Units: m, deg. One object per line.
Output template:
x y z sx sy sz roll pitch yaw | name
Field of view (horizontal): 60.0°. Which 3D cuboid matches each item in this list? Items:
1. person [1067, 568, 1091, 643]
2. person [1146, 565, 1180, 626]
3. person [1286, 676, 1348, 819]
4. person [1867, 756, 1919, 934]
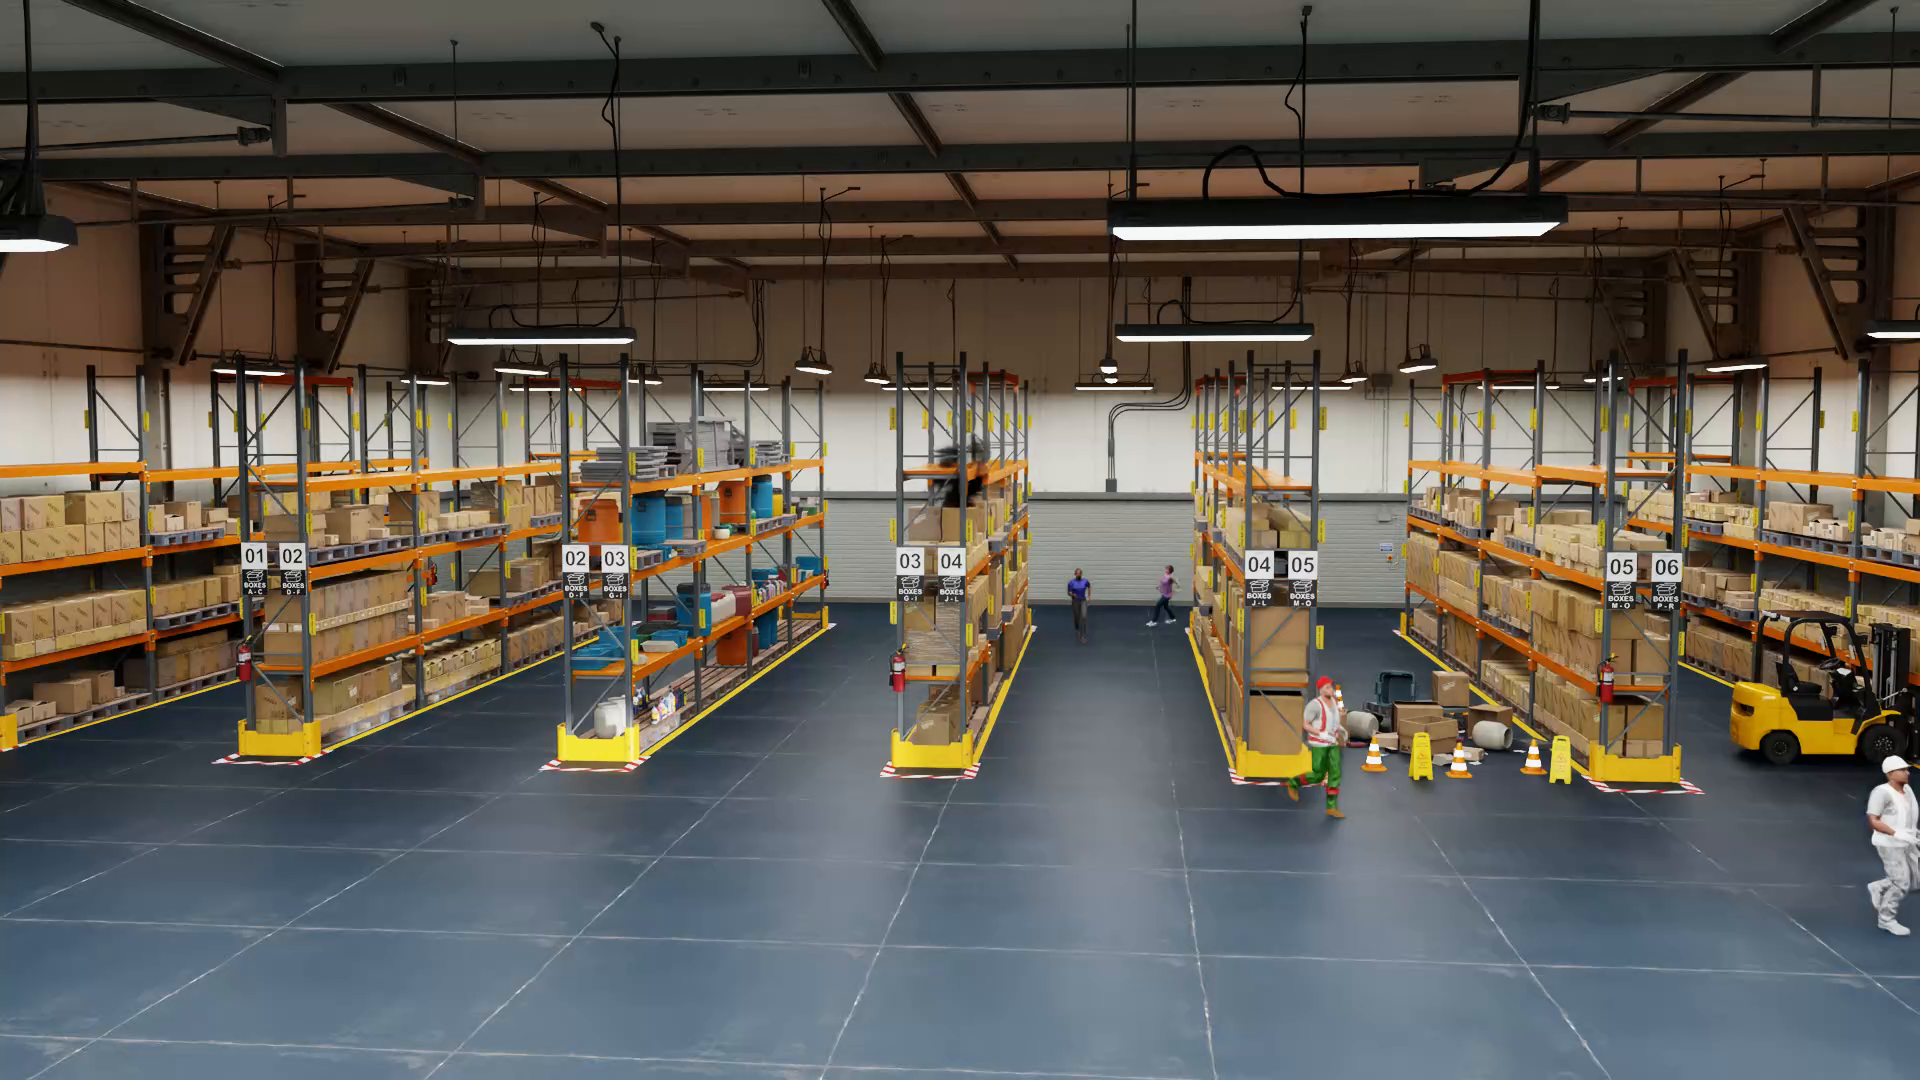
2.728 1.531 38.152 0.547 1.592 0.892 0 4 5 | person
4.946 1.347 40.670 0.797 1.533 0.695 0 4 1 | person
4.615 2.618 21.260 0.663 1.779 0.867 -3 5 -36 | person
9.170 2.982 16.312 0.685 1.736 0.599 -3 5 -33 | person
